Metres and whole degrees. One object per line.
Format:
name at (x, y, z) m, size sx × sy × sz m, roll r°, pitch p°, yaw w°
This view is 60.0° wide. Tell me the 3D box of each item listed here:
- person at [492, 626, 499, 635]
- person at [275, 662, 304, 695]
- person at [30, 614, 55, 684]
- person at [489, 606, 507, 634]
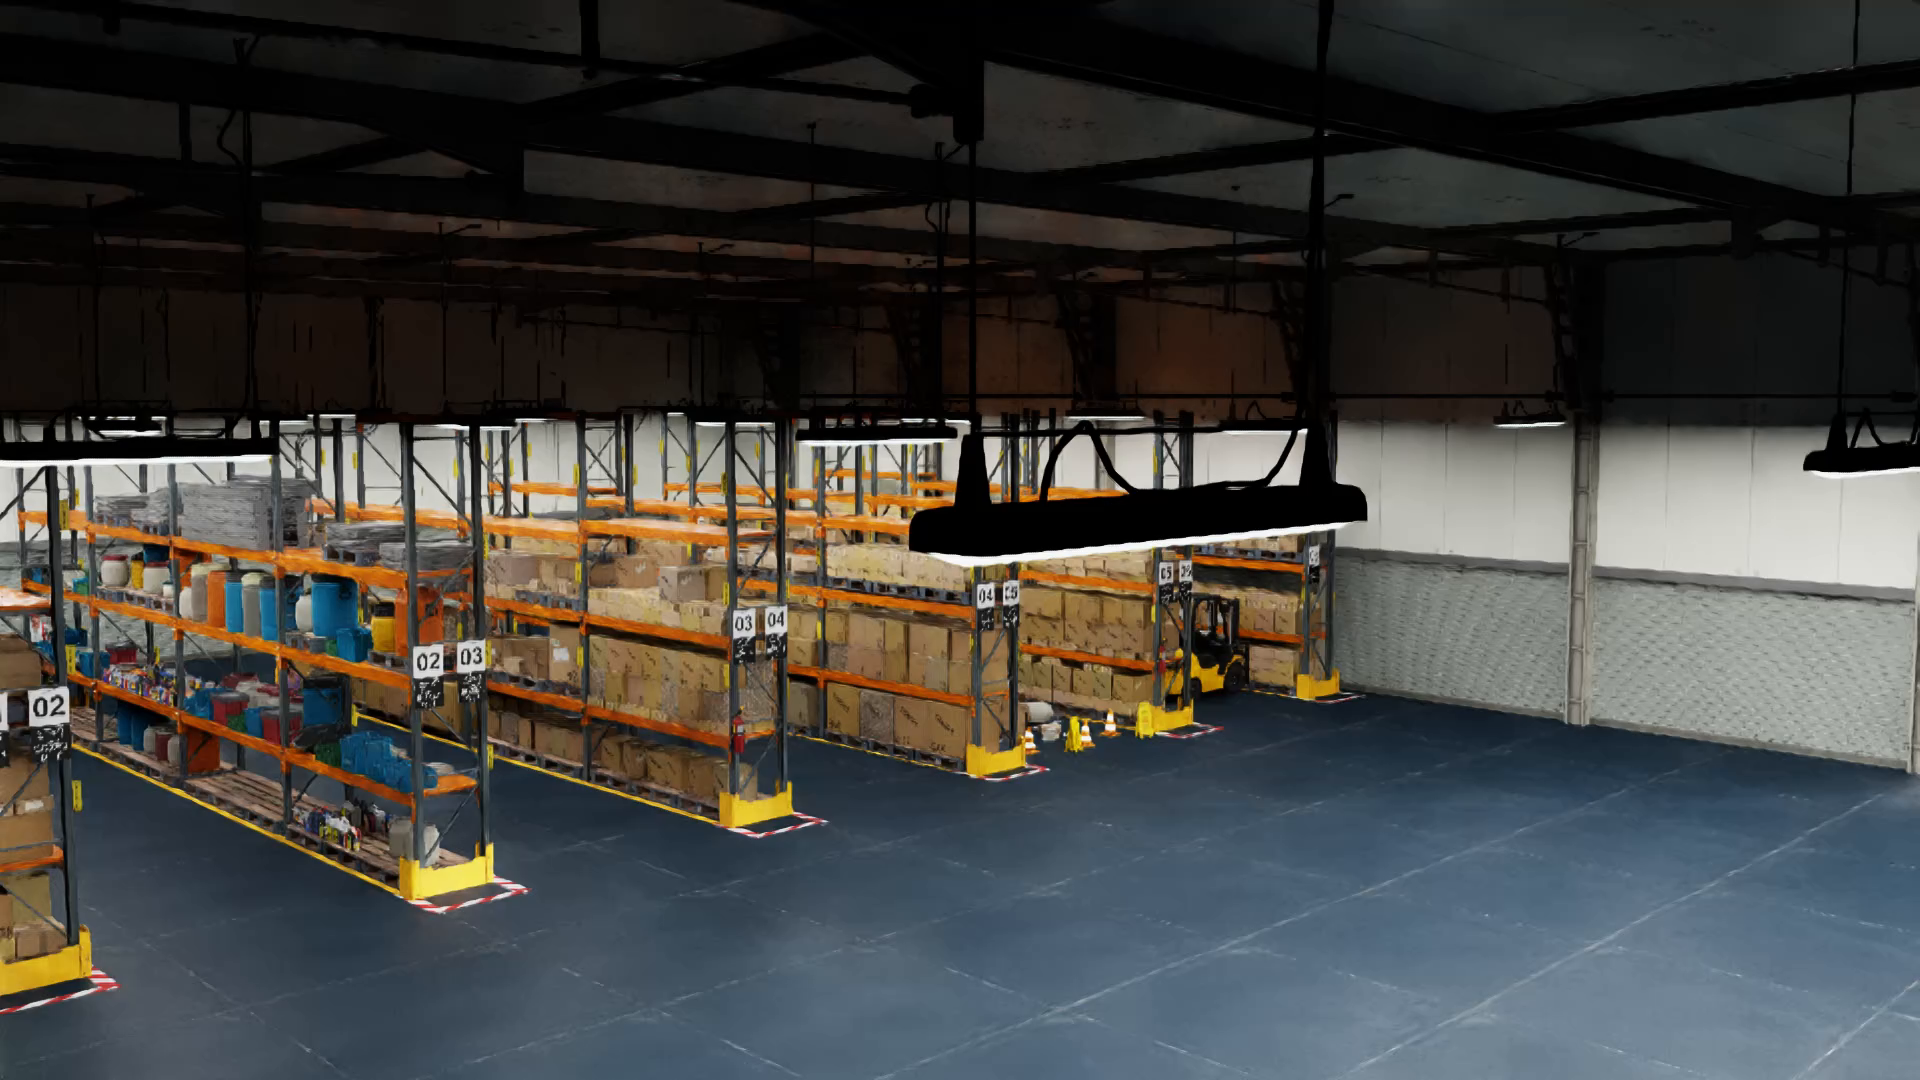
person at (-9.578, 2.547, 34.215) m, size 1.095 × 1.589 × 0.446 m, roll 5°, pitch 7°, yaw 43°
person at (-12.142, 2.960, 30.061) m, size 0.519 × 1.541 × 0.566 m, roll 5°, pitch 7°, yaw 42°
person at (-19.926, 2.358, 35.921) m, size 0.596 × 1.739 × 0.988 m, roll -2°, pitch 5°, yaw -23°
person at (-11.698, 1.787, 42.369) m, size 0.600 × 1.744 × 0.582 m, roll -1°, pitch 5°, yaw -9°
